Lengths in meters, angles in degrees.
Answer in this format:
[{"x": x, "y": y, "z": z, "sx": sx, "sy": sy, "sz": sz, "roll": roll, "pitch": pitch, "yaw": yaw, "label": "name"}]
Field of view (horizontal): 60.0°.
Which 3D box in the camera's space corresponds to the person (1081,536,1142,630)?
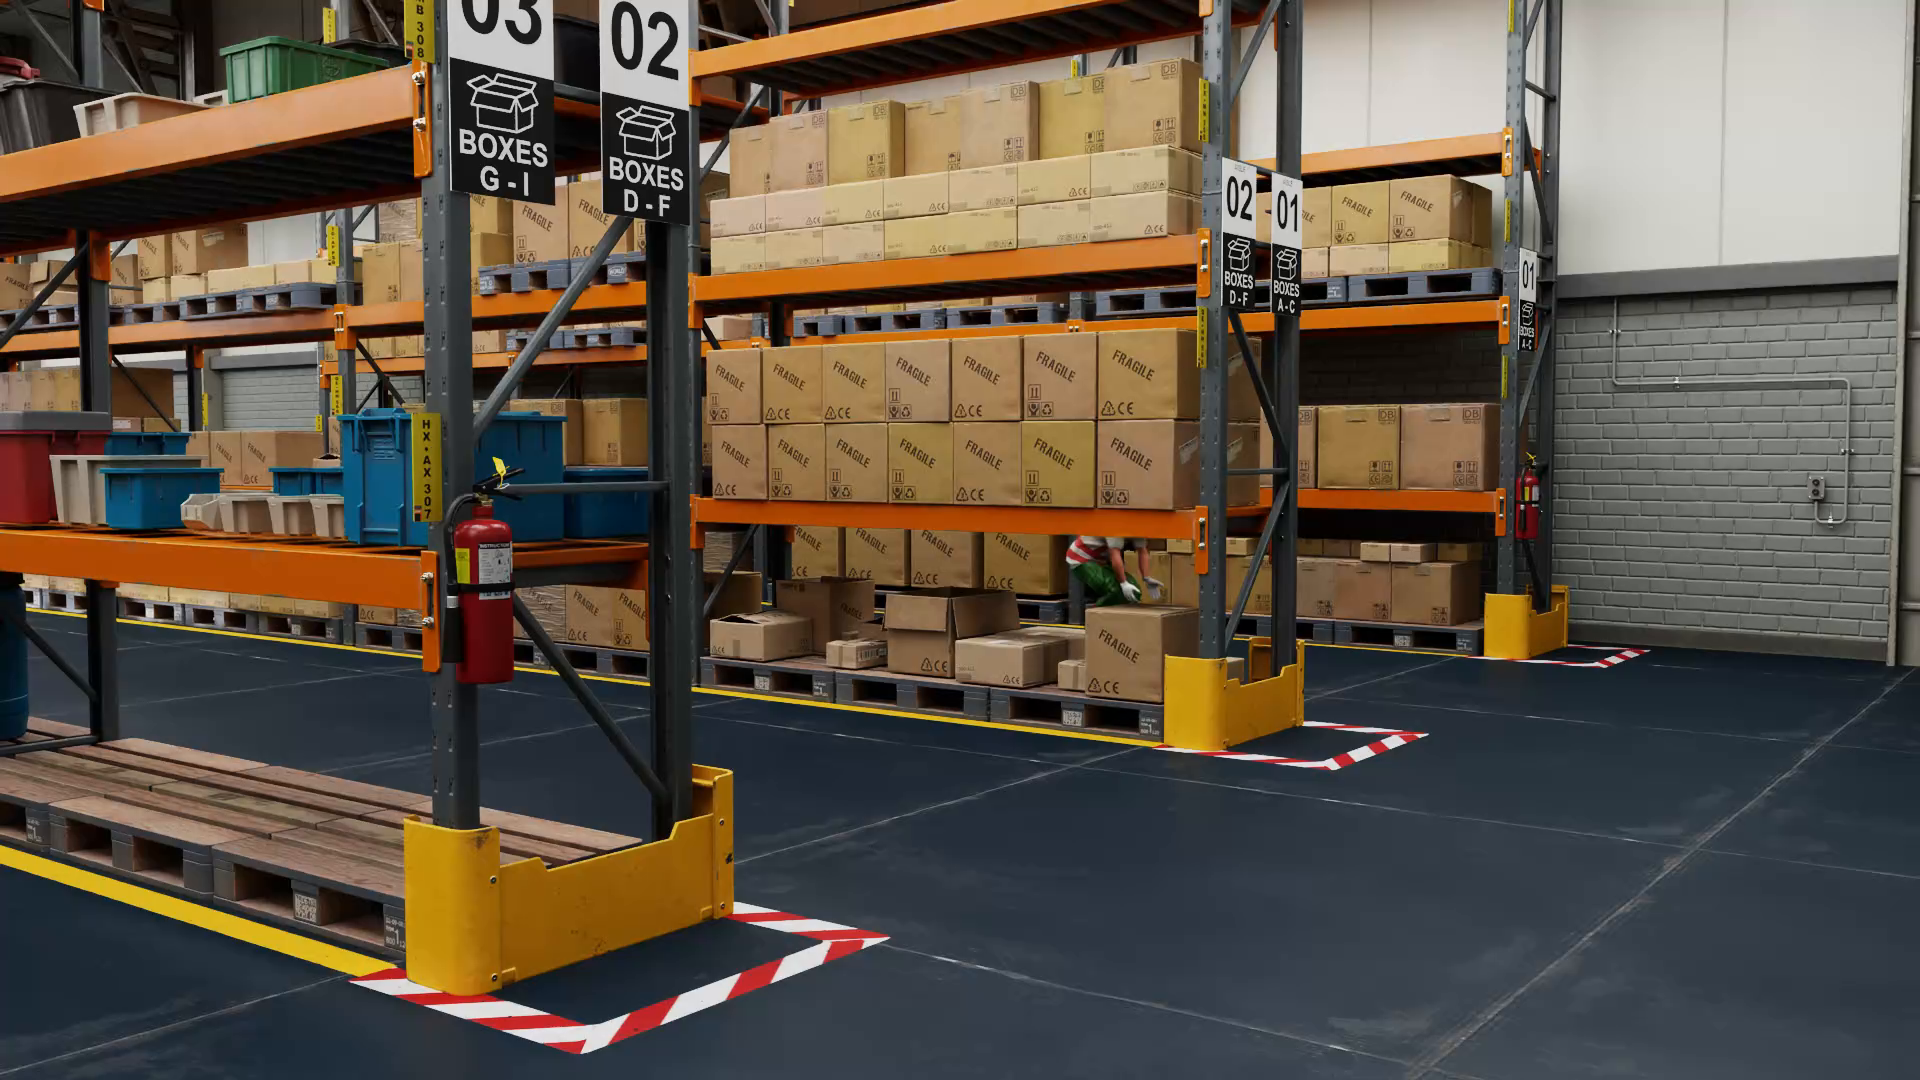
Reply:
[{"x": 1.300, "y": -0.023, "z": 14.063, "sx": 0.566, "sy": 1.785, "sz": 0.495, "roll": 2, "pitch": 4, "yaw": 35, "label": "person"}]
